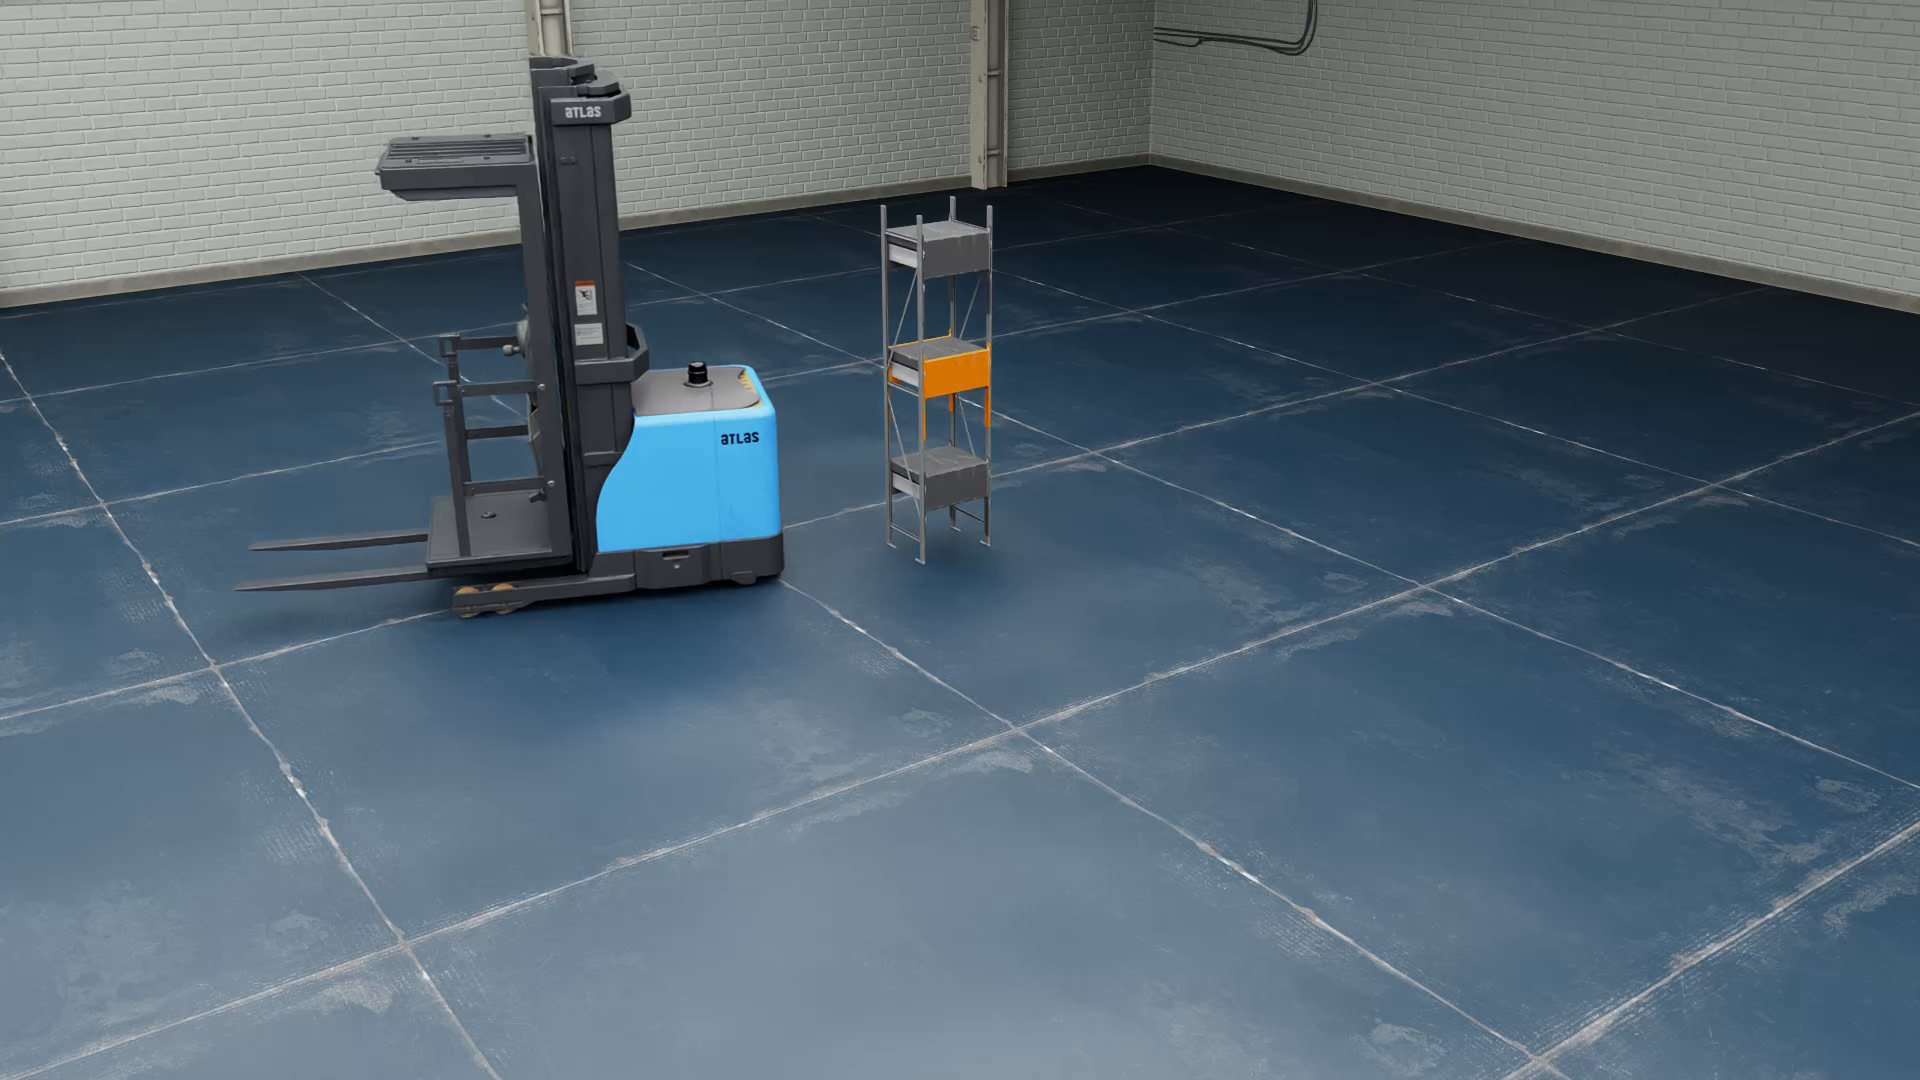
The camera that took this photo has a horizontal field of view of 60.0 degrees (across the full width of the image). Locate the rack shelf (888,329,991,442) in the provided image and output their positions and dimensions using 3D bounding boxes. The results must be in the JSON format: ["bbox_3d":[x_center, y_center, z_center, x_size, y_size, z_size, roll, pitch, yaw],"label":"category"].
[{"bbox_3d":[-0.134,-0.927,9.922,0.480,0.518,0.431,-15,26,-33],"label":"rack shelf"}]

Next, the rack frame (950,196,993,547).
[{"bbox_3d":[0.064,-0.992,10.050,0.015,2.100,0.400,-15,26,-33],"label":"rack frame"}]

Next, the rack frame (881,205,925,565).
[{"bbox_3d":[-0.332,-0.887,9.785,0.015,2.100,0.400,-15,26,-33],"label":"rack frame"}]

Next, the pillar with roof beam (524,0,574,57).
[{"bbox_3d":[-1.971,-6.319,14.090,0.400,9.000,9.100,-15,26,-33],"label":"pillar with roof beam"}]

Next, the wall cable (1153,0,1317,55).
[{"bbox_3d":[3.549,-7.711,21.767,0.112,2.526,3.097,-15,26,-33],"label":"wall cable"}]

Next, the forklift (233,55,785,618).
[{"bbox_3d":[-2.607,-1.144,9.308,3.031,2.935,1.130,-6,22,-14],"label":"forklift"}]

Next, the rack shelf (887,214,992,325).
[{"bbox_3d":[-0.134,-1.577,9.663,0.480,0.518,0.431,-15,26,-33],"label":"rack shelf"}]

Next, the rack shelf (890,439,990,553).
[{"bbox_3d":[-0.134,-0.277,10.182,0.480,0.518,0.431,-15,26,-33],"label":"rack shelf"}]

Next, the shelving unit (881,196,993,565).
[{"bbox_3d":[-0.134,-0.939,9.917,0.503,2.100,0.431,-15,26,-33],"label":"shelving unit"}]

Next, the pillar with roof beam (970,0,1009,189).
[{"bbox_3d":[2.900,-7.618,17.345,0.400,9.000,9.100,-15,26,-33],"label":"pillar with roof beam"}]
